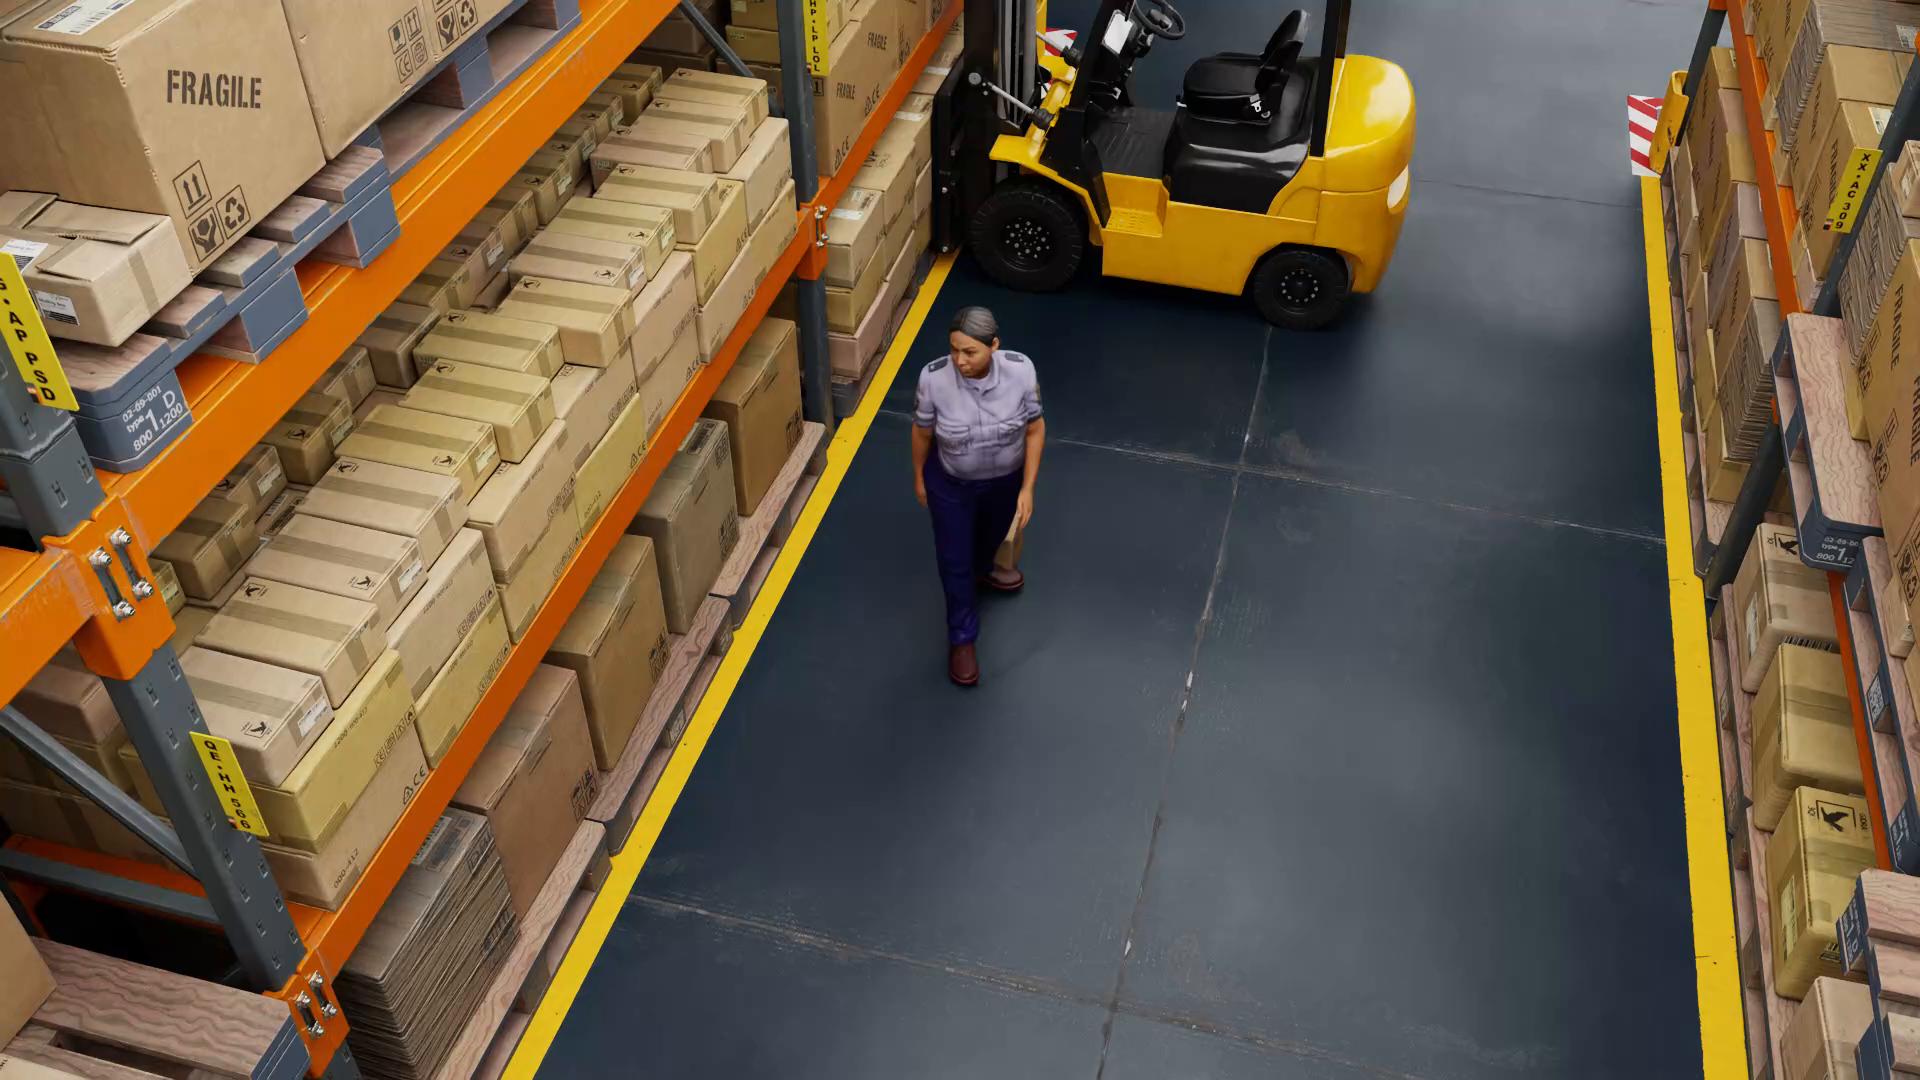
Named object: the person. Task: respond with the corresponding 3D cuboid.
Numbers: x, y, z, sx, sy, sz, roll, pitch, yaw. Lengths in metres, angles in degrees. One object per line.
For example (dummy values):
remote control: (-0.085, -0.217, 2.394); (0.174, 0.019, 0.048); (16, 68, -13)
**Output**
person: (0.069, -0.255, 6.455); (0.511, 1.630, 0.696); (-9, 42, -10)
